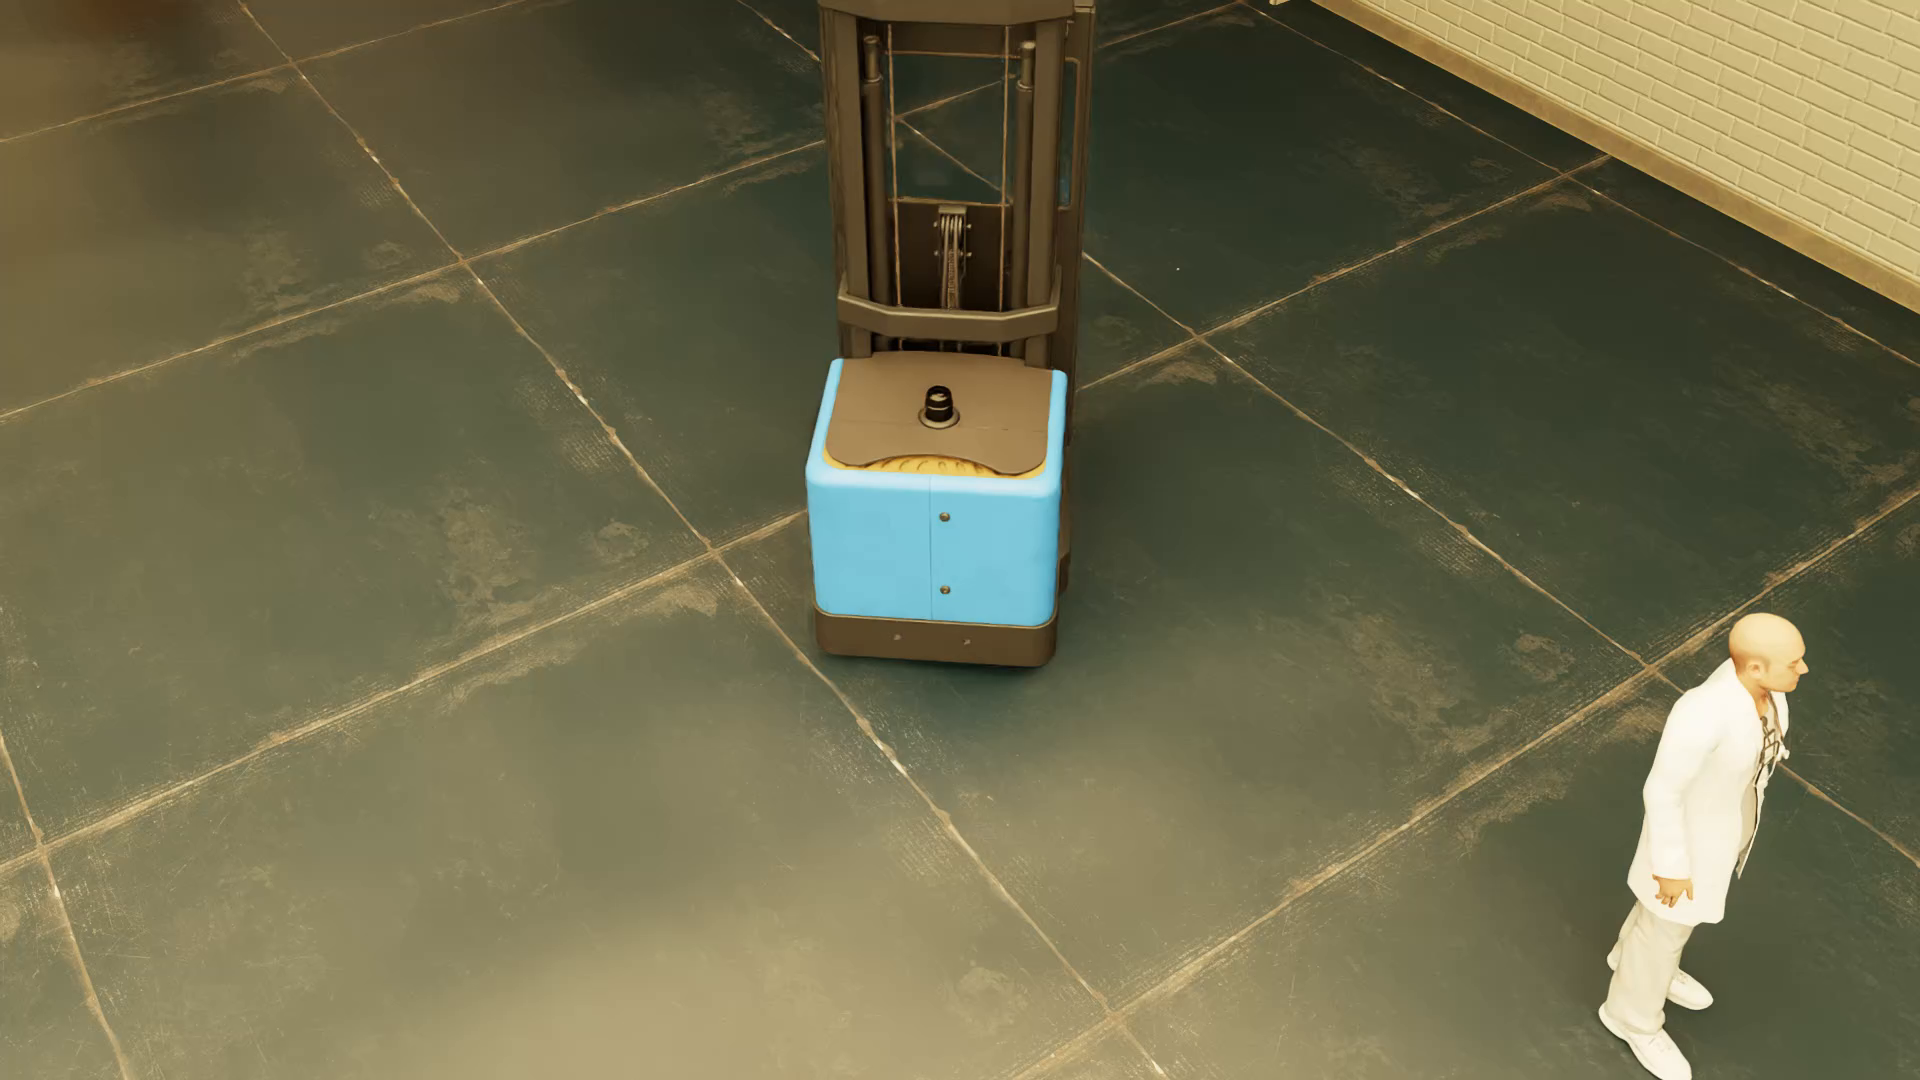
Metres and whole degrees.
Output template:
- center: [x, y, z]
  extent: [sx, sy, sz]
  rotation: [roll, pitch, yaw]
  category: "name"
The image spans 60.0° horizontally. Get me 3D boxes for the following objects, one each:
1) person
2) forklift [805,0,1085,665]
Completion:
- center: [2.525, 0.994, 5.481]
  extent: [0.693, 1.779, 0.574]
  rotation: [-34, 52, -31]
  category: "person"
- center: [-0.073, -1.524, 7.369]
  extent: [1.130, 2.935, 3.031]
  rotation: [-2, 43, -2]
  category: "forklift"
